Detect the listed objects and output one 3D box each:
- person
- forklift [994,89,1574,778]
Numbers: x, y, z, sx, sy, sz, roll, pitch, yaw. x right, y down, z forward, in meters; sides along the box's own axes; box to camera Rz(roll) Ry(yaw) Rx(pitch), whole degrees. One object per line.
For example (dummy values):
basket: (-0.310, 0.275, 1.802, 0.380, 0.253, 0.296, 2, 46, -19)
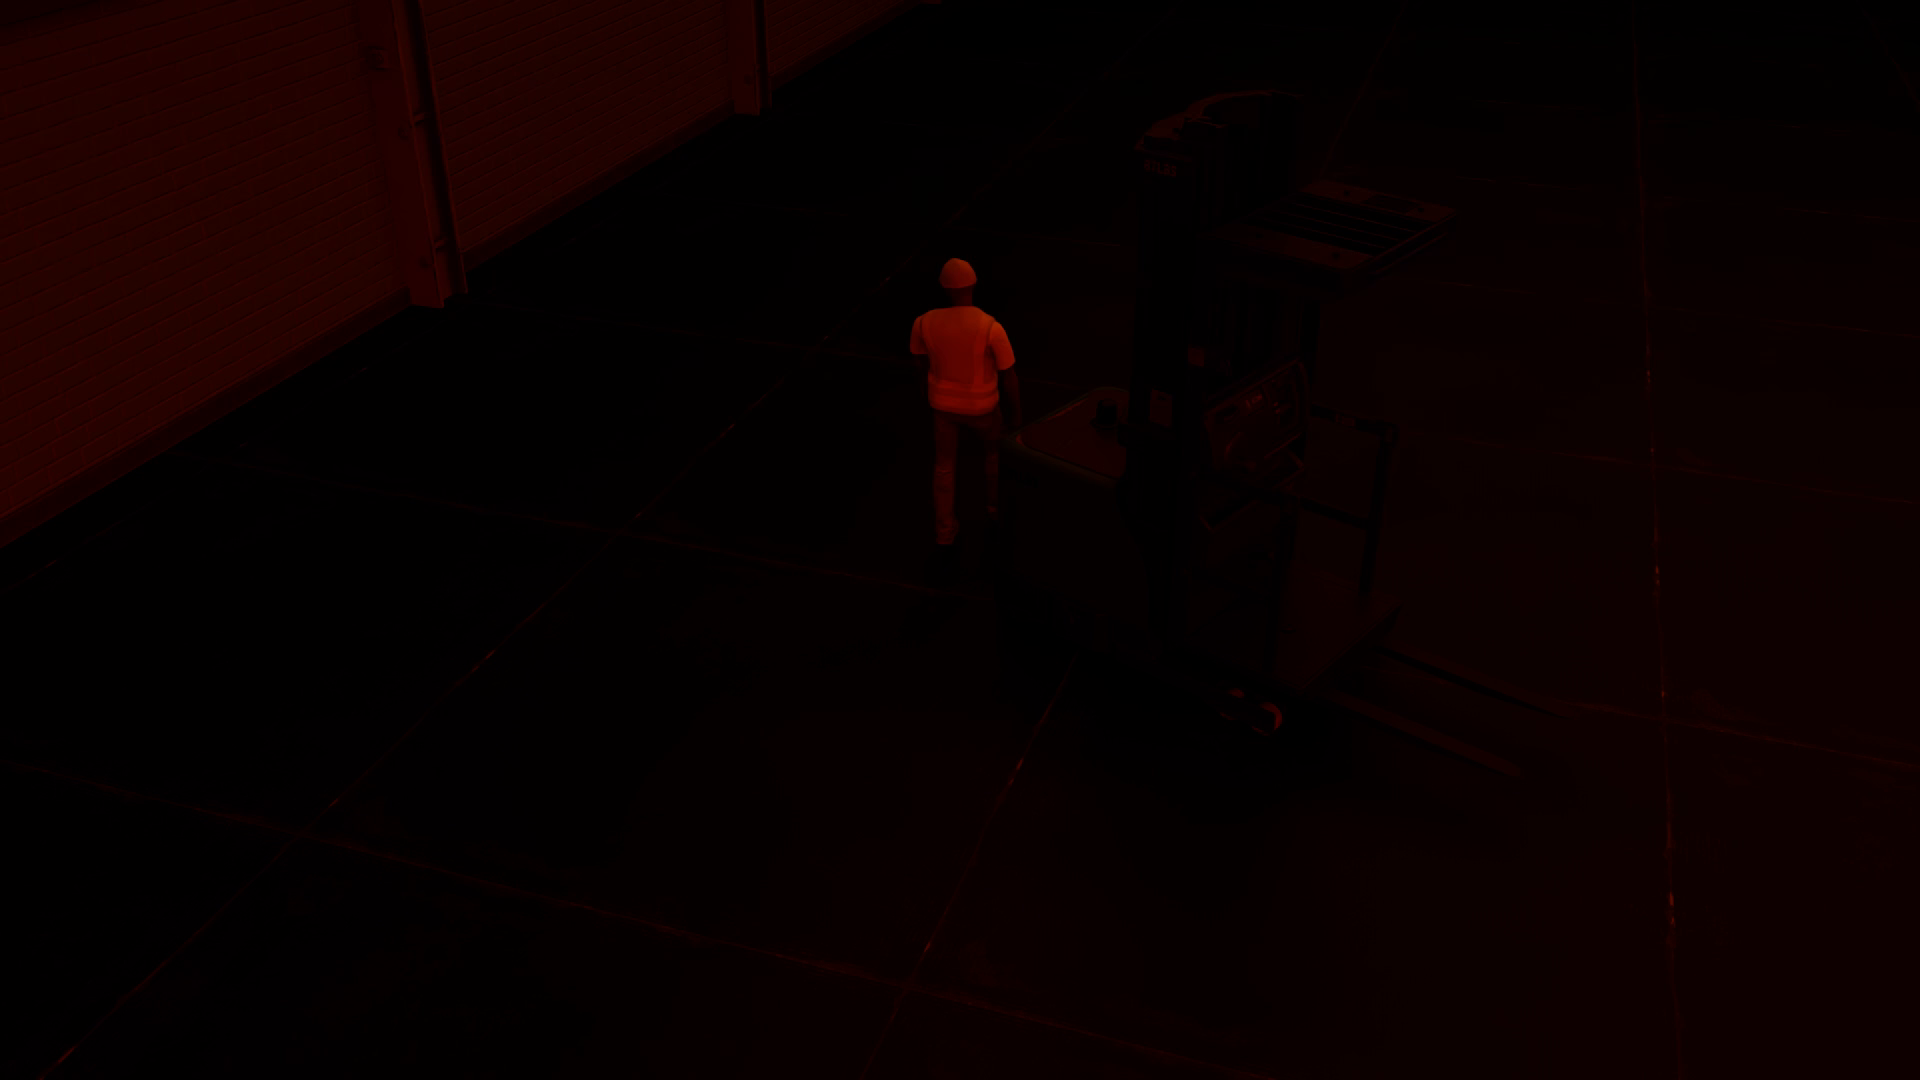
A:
person: (0.058, -0.856, 9.862, 0.708, 1.740, 0.702, 7, 30, 12)
forklift: (1.643, -0.588, 8.167, 3.031, 2.935, 1.130, 23, 37, 34)
